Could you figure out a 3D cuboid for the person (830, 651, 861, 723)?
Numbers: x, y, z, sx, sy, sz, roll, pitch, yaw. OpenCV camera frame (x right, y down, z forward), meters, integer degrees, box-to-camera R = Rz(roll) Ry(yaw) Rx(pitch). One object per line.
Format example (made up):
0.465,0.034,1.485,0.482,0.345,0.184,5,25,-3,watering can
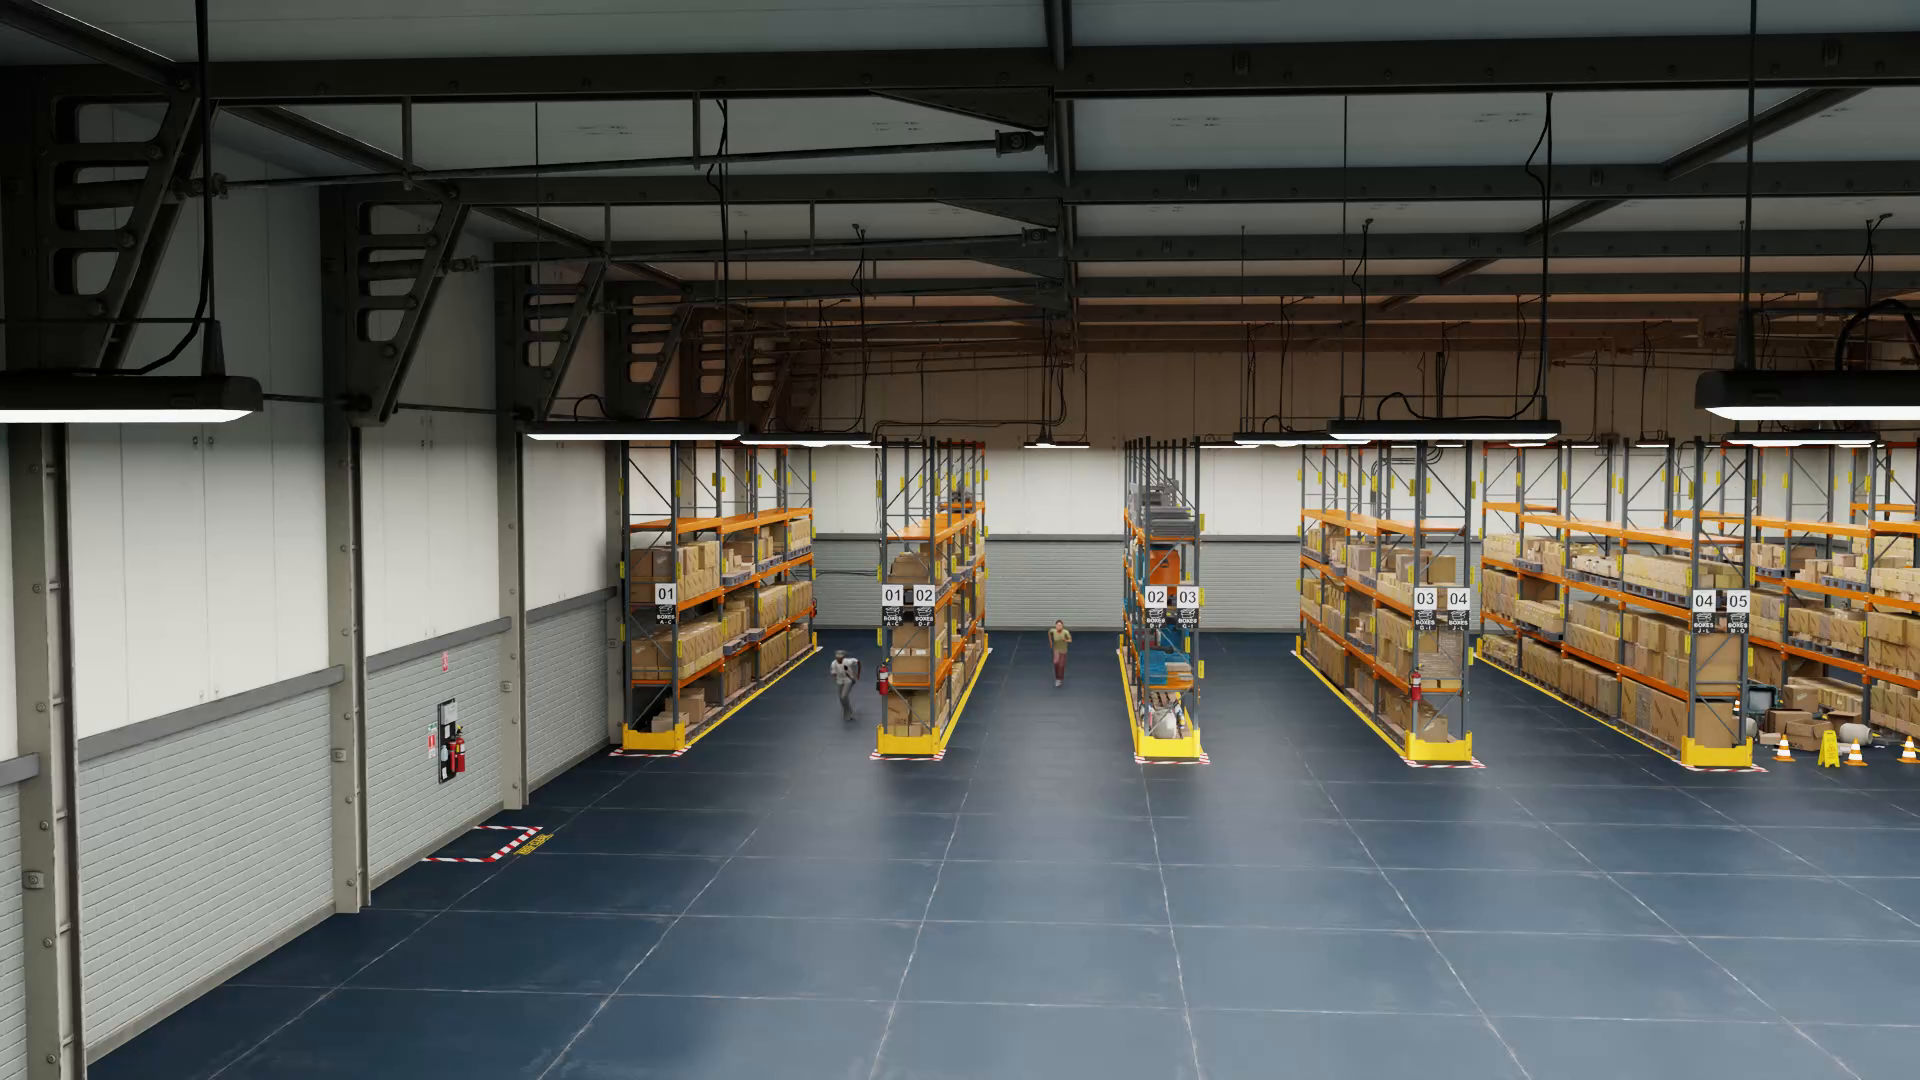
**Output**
-2.412,3.091,35.174,0.612,1.564,0.923,1,3,15,person

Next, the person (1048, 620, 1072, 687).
2.432,2.740,40.401,0.570,1.625,0.877,0,3,3,person
